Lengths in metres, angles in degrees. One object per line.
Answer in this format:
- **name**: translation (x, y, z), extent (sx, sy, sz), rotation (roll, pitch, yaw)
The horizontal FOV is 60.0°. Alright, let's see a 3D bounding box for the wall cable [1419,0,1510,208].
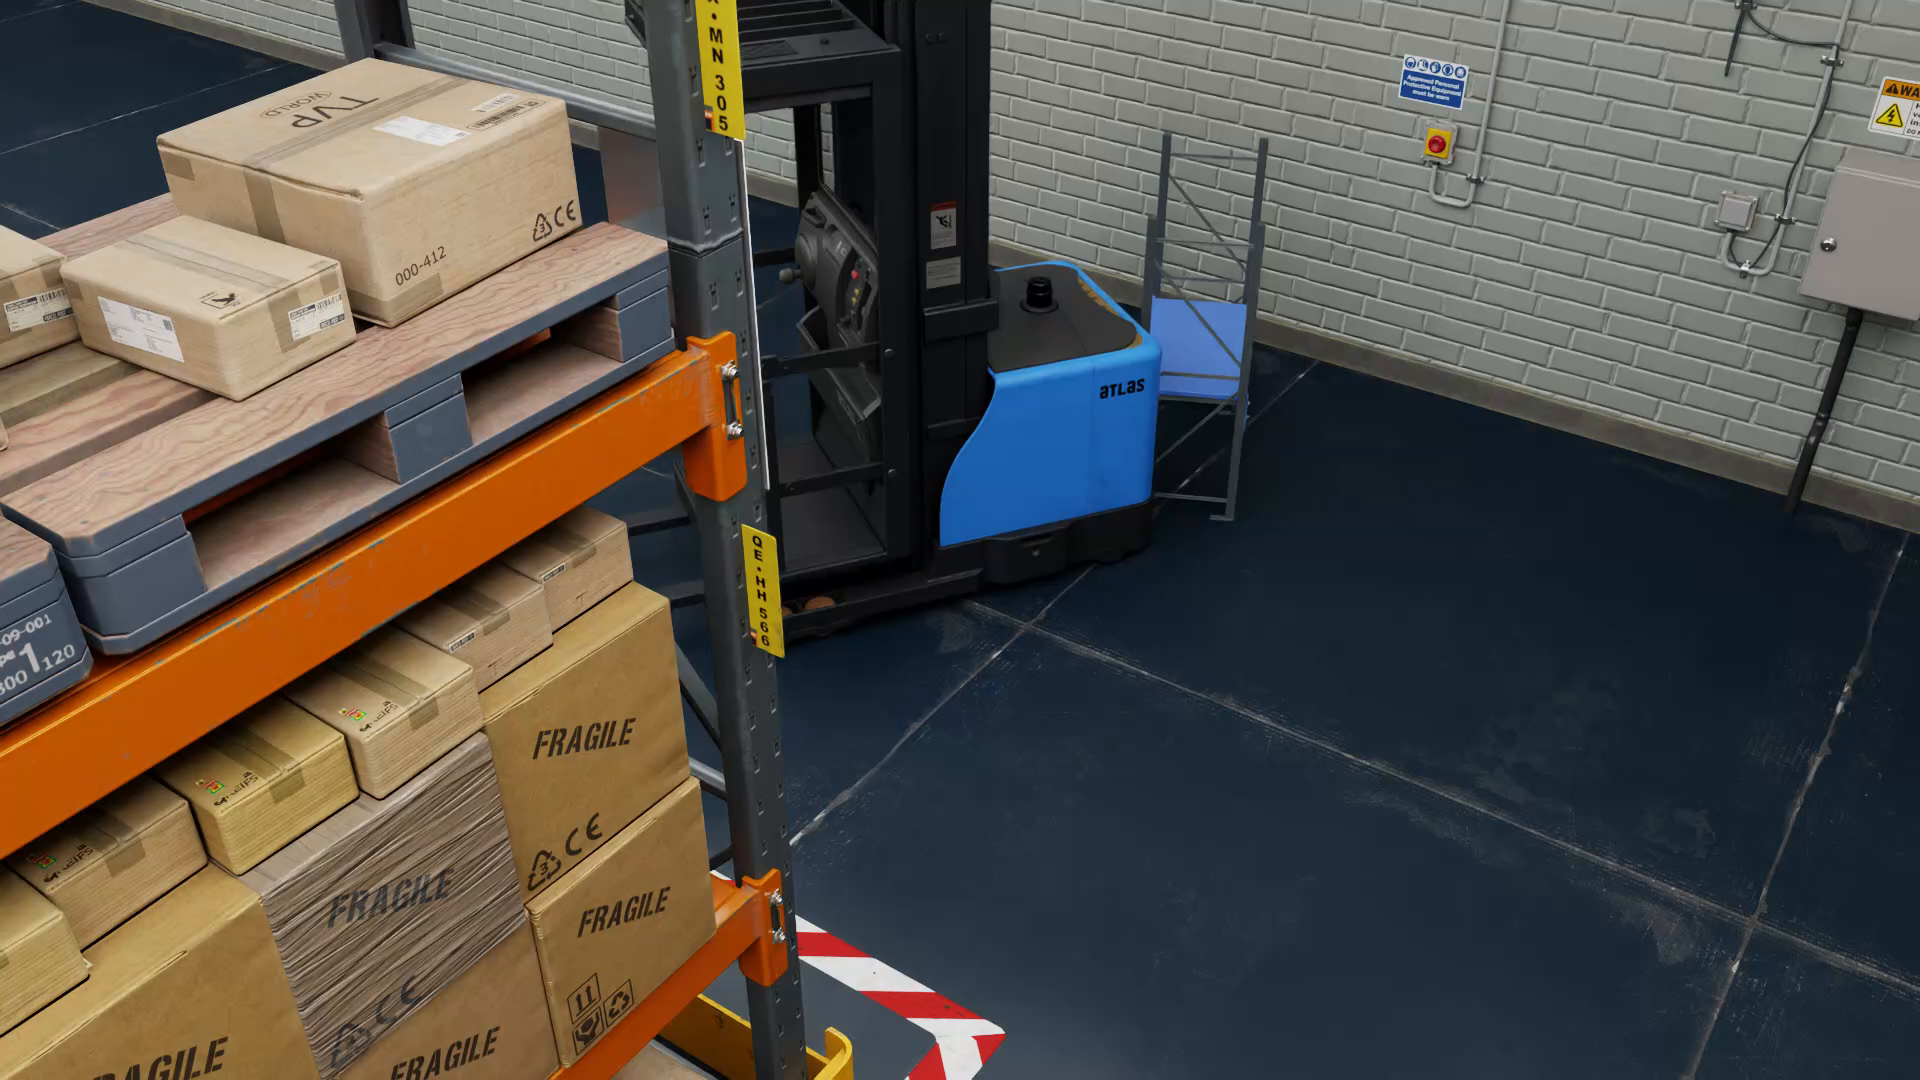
- **wall cable**: translation (2.323, -2.524, 7.869), extent (0.585, 1.953, 0.123), rotation (21, 39, 28)

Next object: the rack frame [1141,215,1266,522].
- **rack frame**: translation (1.051, -0.740, 7.505), extent (0.500, 1.500, 0.032), rotation (5, 34, 8)

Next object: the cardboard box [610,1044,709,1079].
- **cardboard box**: translation (-1.167, 1.736, 4.418), extent (0.875, 0.438, 0.875), rotation (20, 39, 27)

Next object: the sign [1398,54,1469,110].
- **sign**: translation (2.318, -2.245, 8.151), extent (0.327, 0.218, 0.001), rotation (21, 39, 28)

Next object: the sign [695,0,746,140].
- **sign**: translation (-0.435, -0.884, 2.982), extent (0.100, 0.325, 0.005), rotation (21, 39, 28)

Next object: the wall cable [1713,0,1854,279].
- **wall cable**: translation (3.495, -2.063, 7.216), extent (0.588, 1.984, 0.122), rotation (21, 39, 28)

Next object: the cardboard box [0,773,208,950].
- **cardboard box**: translation (-1.501, 0.488, 2.790), extent (0.380, 0.149, 0.250), rotation (21, 39, 28)

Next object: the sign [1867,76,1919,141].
- **sign**: translation (4.038, -1.807, 7.007), extent (0.339, 0.242, 0.001), rotation (21, 39, 28)

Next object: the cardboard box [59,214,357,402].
- **cardboard box**: translation (-1.229, -0.387, 2.727), extent (0.380, 0.149, 0.250), rotation (18, 38, 25)

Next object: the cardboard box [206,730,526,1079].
- **cardboard box**: translation (-1.226, 0.605, 3.196), extent (0.500, 0.500, 0.500), rotation (21, 40, 28)

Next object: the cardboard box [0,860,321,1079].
- **cardboard box**: translation (-1.511, 0.831, 2.861), extent (0.500, 0.500, 0.500), rotation (21, 39, 28)

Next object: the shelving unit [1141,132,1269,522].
- **shelving unit**: translation (1.134, -1.021, 7.921), extent (0.538, 1.500, 1.048), rotation (5, 34, 8)

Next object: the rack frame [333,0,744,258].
- **rack frame**: translation (-0.873, -1.973, 2.634), extent (1.000, 3.000, 0.127), rotation (21, 39, 28)

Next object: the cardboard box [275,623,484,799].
- **cardboard box**: translation (-1.116, 0.288, 3.086), extent (0.380, 0.149, 0.250), rotation (21, 39, 28)

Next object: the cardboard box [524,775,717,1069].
- **cardboard box**: translation (-0.930, 0.778, 3.833), extent (0.500, 0.500, 0.500), rotation (21, 40, 28)

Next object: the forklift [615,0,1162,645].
- **forklift**: translation (-0.691, -1.100, 6.760), extent (3.031, 2.935, 1.130), rotation (-12, 36, -18)

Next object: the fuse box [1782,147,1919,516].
- **fuse box**: translation (3.966, -0.818, 7.432), extent (0.539, 1.711, 0.414), rotation (21, 39, 28)

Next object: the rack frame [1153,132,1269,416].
- **rack frame**: translation (1.217, -1.302, 8.336), extent (0.500, 1.500, 0.032), rotation (5, 34, 8)

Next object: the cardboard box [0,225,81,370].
- **cardboard box**: translation (-1.682, -0.414, 2.767), extent (0.380, 0.149, 0.250), rotation (23, 40, 30)

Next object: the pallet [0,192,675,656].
- **pallet**: translation (-1.287, -0.349, 2.989), extent (1.003, 0.211, 1.213), rotation (21, 39, 28)

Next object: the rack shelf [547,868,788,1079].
- **rack shelf**: translation (-2.013, 1.731, 3.155), extent (1.077, 0.370, 4.000), rotation (21, 39, 28)

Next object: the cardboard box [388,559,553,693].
- **cardboard box**: translation (-1.038, 0.142, 3.302), extent (0.380, 0.149, 0.250), rotation (22, 40, 29)

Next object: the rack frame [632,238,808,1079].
- **rack frame**: translation (-0.873, 0.513, 4.314), extent (1.000, 3.000, 0.127), rotation (21, 39, 28)

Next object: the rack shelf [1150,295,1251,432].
- **rack shelf**: translation (1.134, -0.872, 8.022), extent (0.538, 0.185, 1.000), rotation (5, 34, 8)

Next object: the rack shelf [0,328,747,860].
- **rack shelf**: translation (-2.013, 0.488, 2.315), extent (1.077, 0.370, 4.000), rotation (21, 39, 28)

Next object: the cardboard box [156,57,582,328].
- **cardboard box**: translation (-1.055, -0.647, 3.022), extent (0.500, 0.250, 0.500), rotation (18, 38, 24)

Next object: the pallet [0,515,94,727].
- **pallet**: translation (-1.982, 0.215, 2.155), extent (1.003, 0.211, 1.213), rotation (21, 39, 28)

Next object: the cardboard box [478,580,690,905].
- **cardboard box**: translation (-0.952, 0.355, 3.566), extent (0.500, 0.500, 0.500), rotation (23, 40, 30)

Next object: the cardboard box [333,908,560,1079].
- **cardboard box**: translation (-1.229, 1.004, 3.499), extent (0.500, 0.500, 0.500), rotation (20, 39, 27)

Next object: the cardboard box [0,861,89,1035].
- **cardboard box**: translation (-1.595, 0.622, 2.591), extent (0.380, 0.149, 0.250), rotation (22, 40, 29)

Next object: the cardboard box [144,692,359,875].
- **cardboard box**: translation (-1.293, 0.390, 2.934), extent (0.380, 0.149, 0.250), rotation (22, 40, 29)

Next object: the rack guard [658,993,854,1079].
- **rack guard**: translation (-0.859, 1.537, 5.031), extent (1.175, 0.500, 0.348), rotation (21, 39, 28)

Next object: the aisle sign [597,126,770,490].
- **aisle sign**: translation (-0.577, -0.498, 3.489), extent (0.394, 0.787, 0.004), rotation (21, 39, 28)

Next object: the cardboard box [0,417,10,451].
- **cardboard box**: translation (-1.767, -0.236, 2.358), extent (0.500, 0.311, 0.500), rotation (22, 40, 29)

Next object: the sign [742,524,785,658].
- **sign**: translation (-0.435, 0.115, 3.658), extent (0.100, 0.325, 0.005), rotation (21, 39, 28)

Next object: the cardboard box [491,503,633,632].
- **cardboard box**: translation (-0.913, 0.017, 3.486), extent (0.380, 0.149, 0.250), rotation (22, 40, 29)
